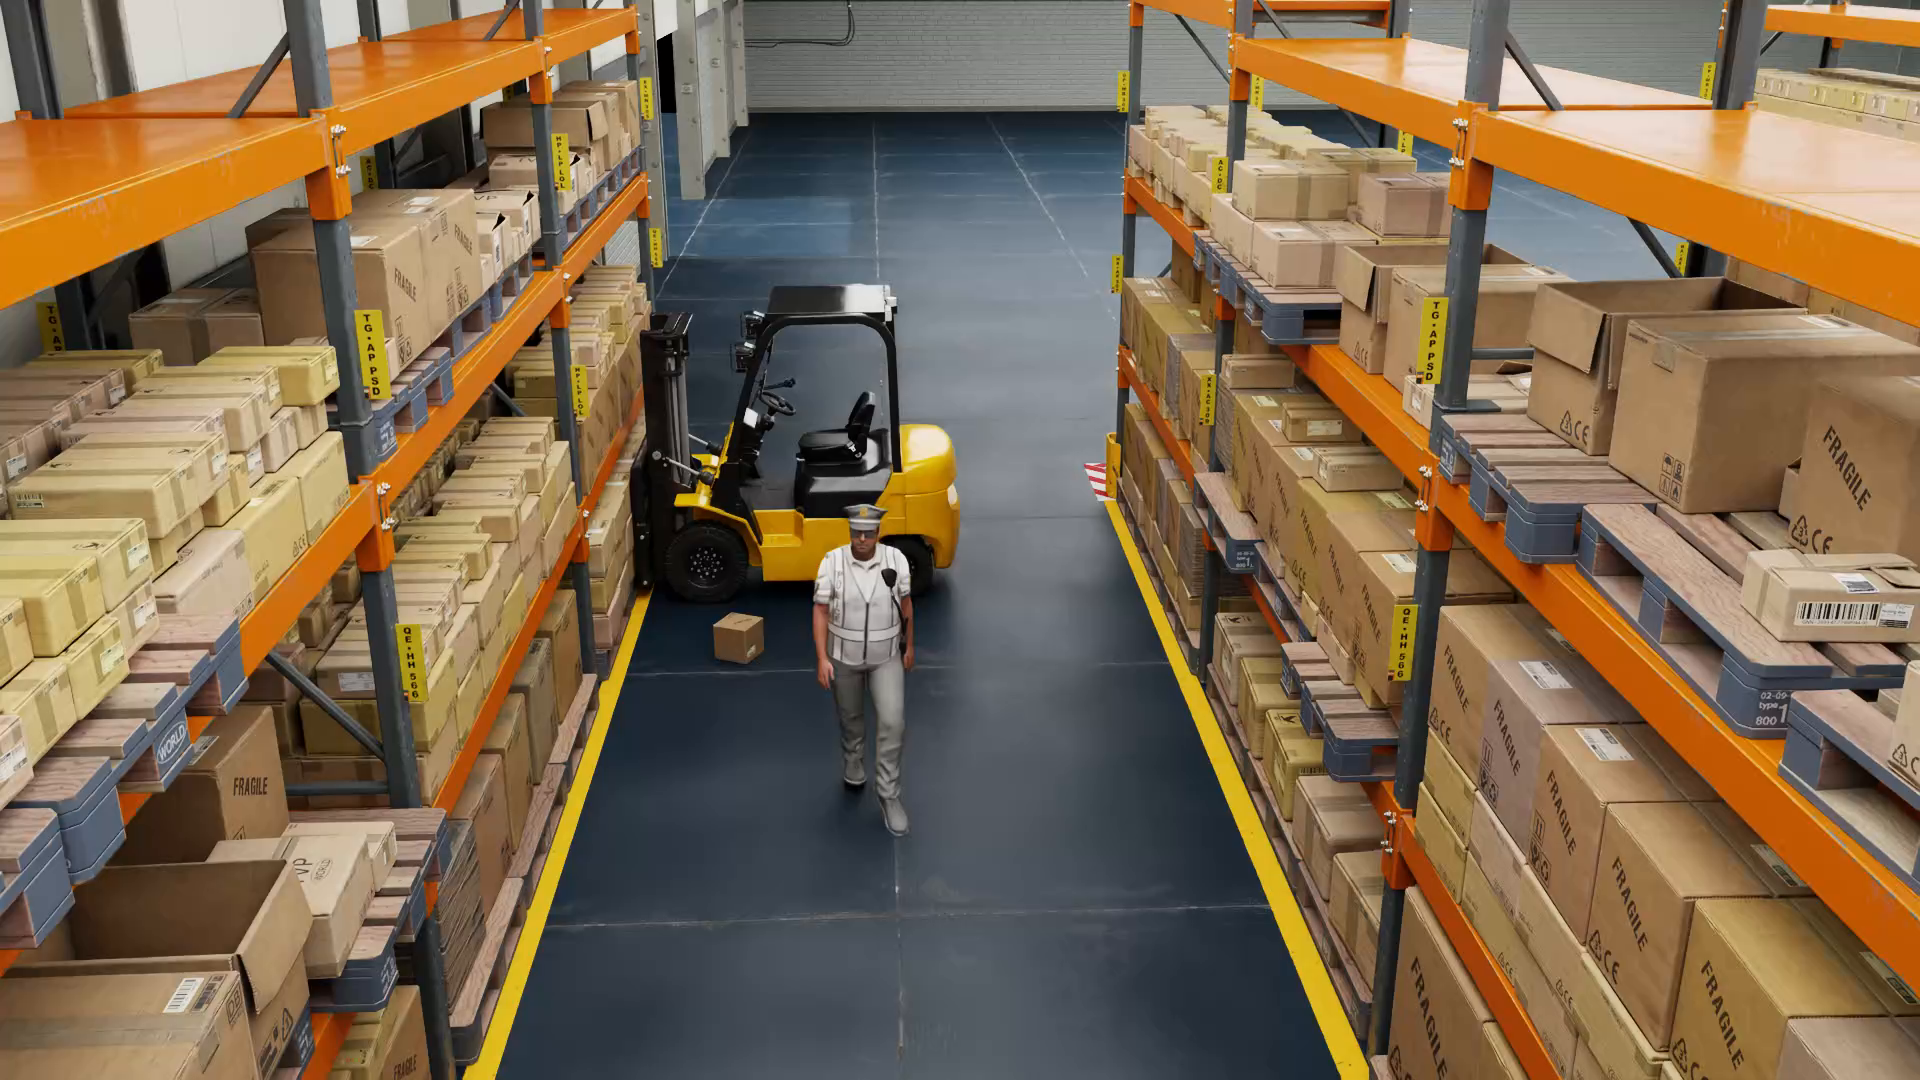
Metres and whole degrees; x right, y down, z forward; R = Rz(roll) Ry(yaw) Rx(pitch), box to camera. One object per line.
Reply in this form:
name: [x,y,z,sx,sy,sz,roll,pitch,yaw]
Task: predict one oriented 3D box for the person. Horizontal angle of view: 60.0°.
person: [-0.527,0.667,9.240,0.571,1.791,0.819,-2,20,-4]
